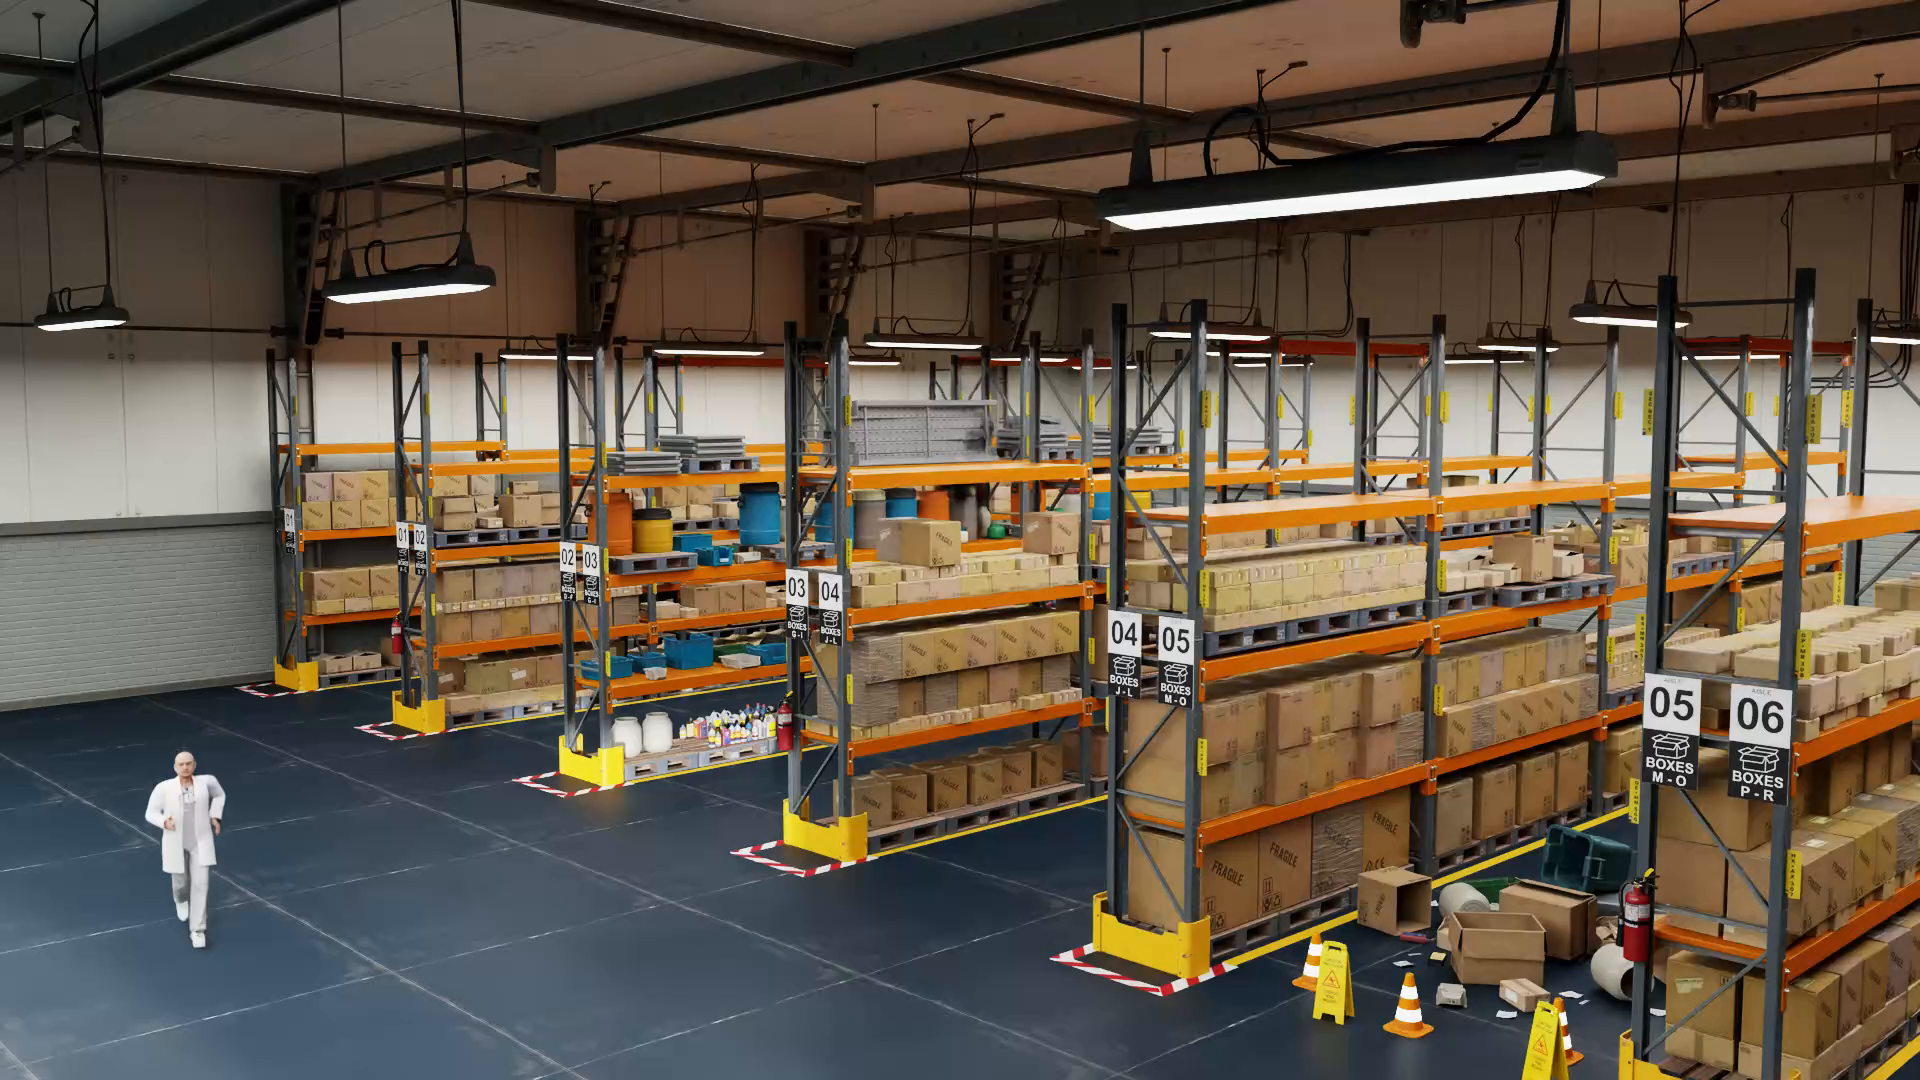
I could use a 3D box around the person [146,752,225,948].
[{"bbox_3d":[-7.341,2.892,15.821,0.708,1.768,1.047,-3,6,-28],"label":"person"}]
